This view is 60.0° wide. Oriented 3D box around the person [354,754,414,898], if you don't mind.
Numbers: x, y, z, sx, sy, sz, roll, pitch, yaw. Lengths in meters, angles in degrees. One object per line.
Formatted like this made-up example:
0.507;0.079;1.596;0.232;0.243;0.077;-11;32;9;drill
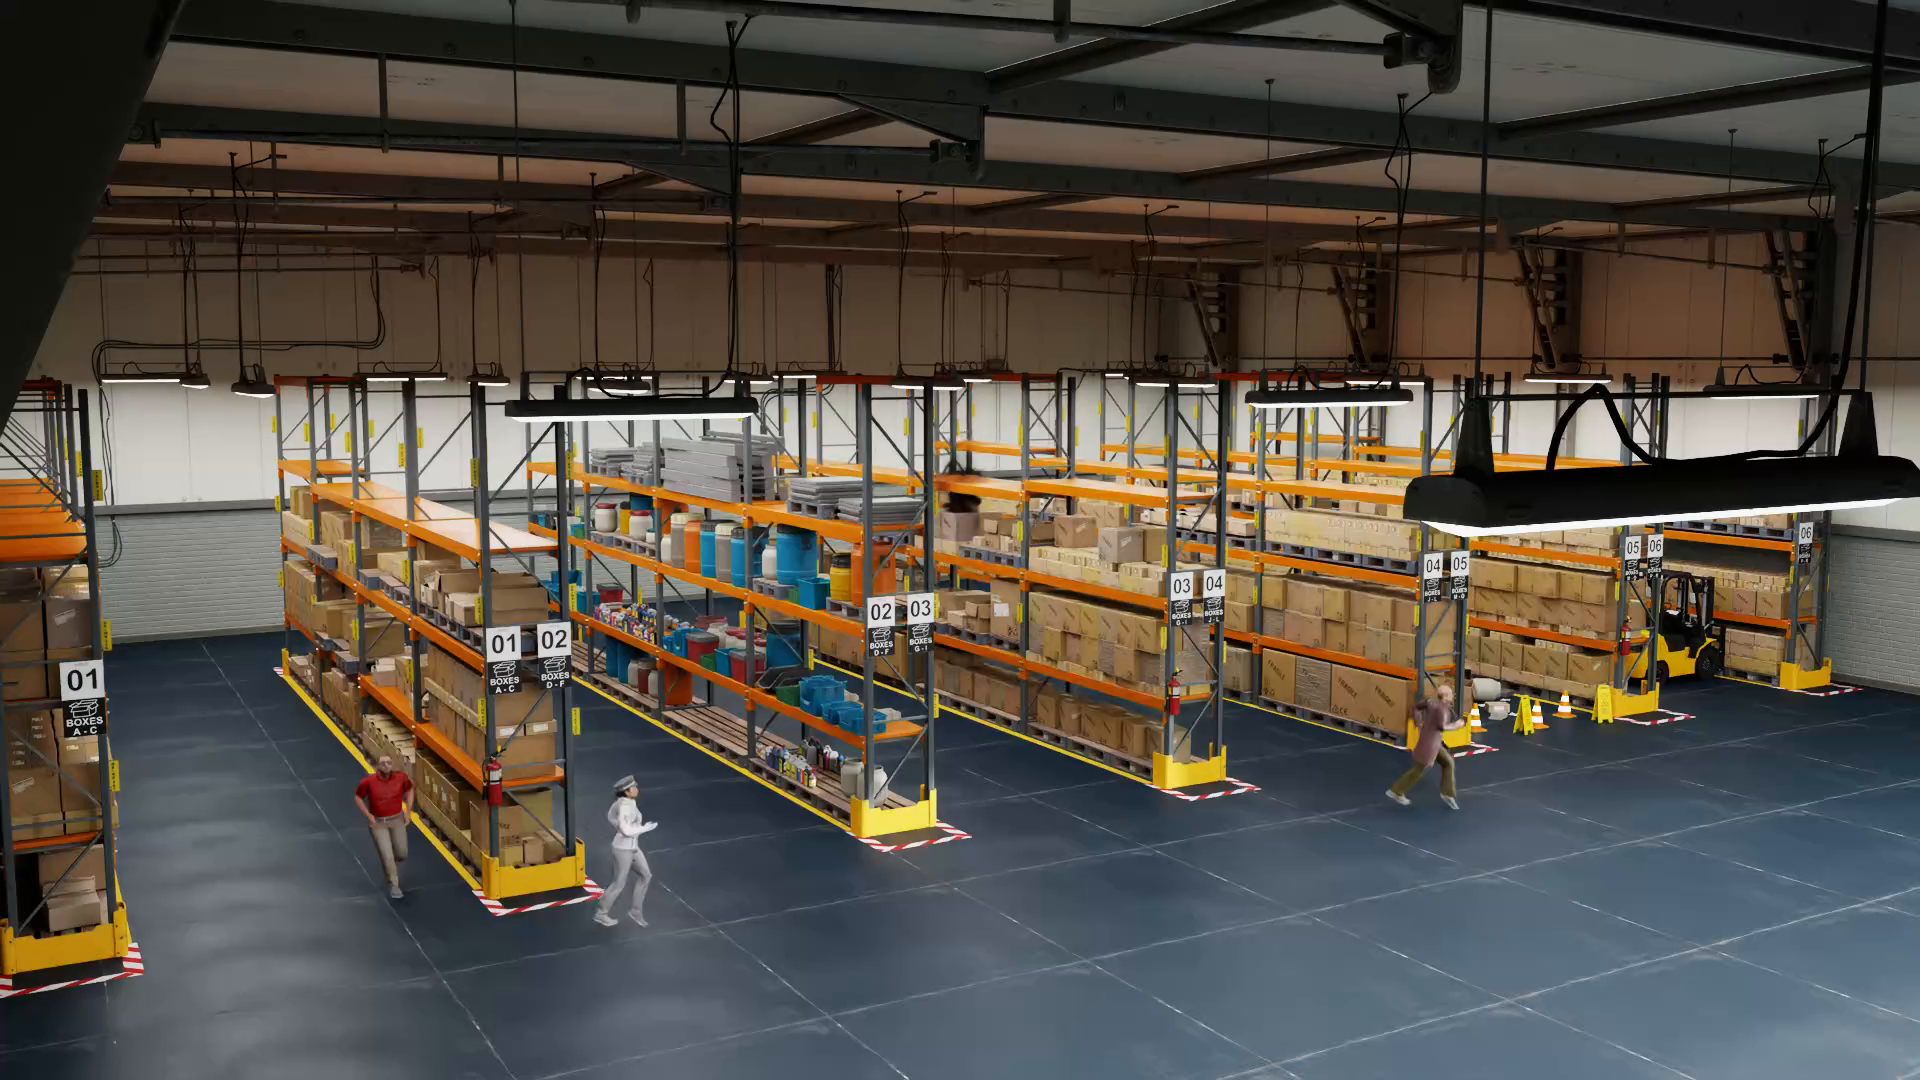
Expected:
-6.807;3.351;19.723;0.684;1.696;0.623;-3;7;-29;person

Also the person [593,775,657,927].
-3.725;3.485;18.520;0.724;1.742;0.558;0;6;-4;person

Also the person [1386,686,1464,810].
6.513;2.925;23.298;1.044;1.802;0.699;1;6;9;person
